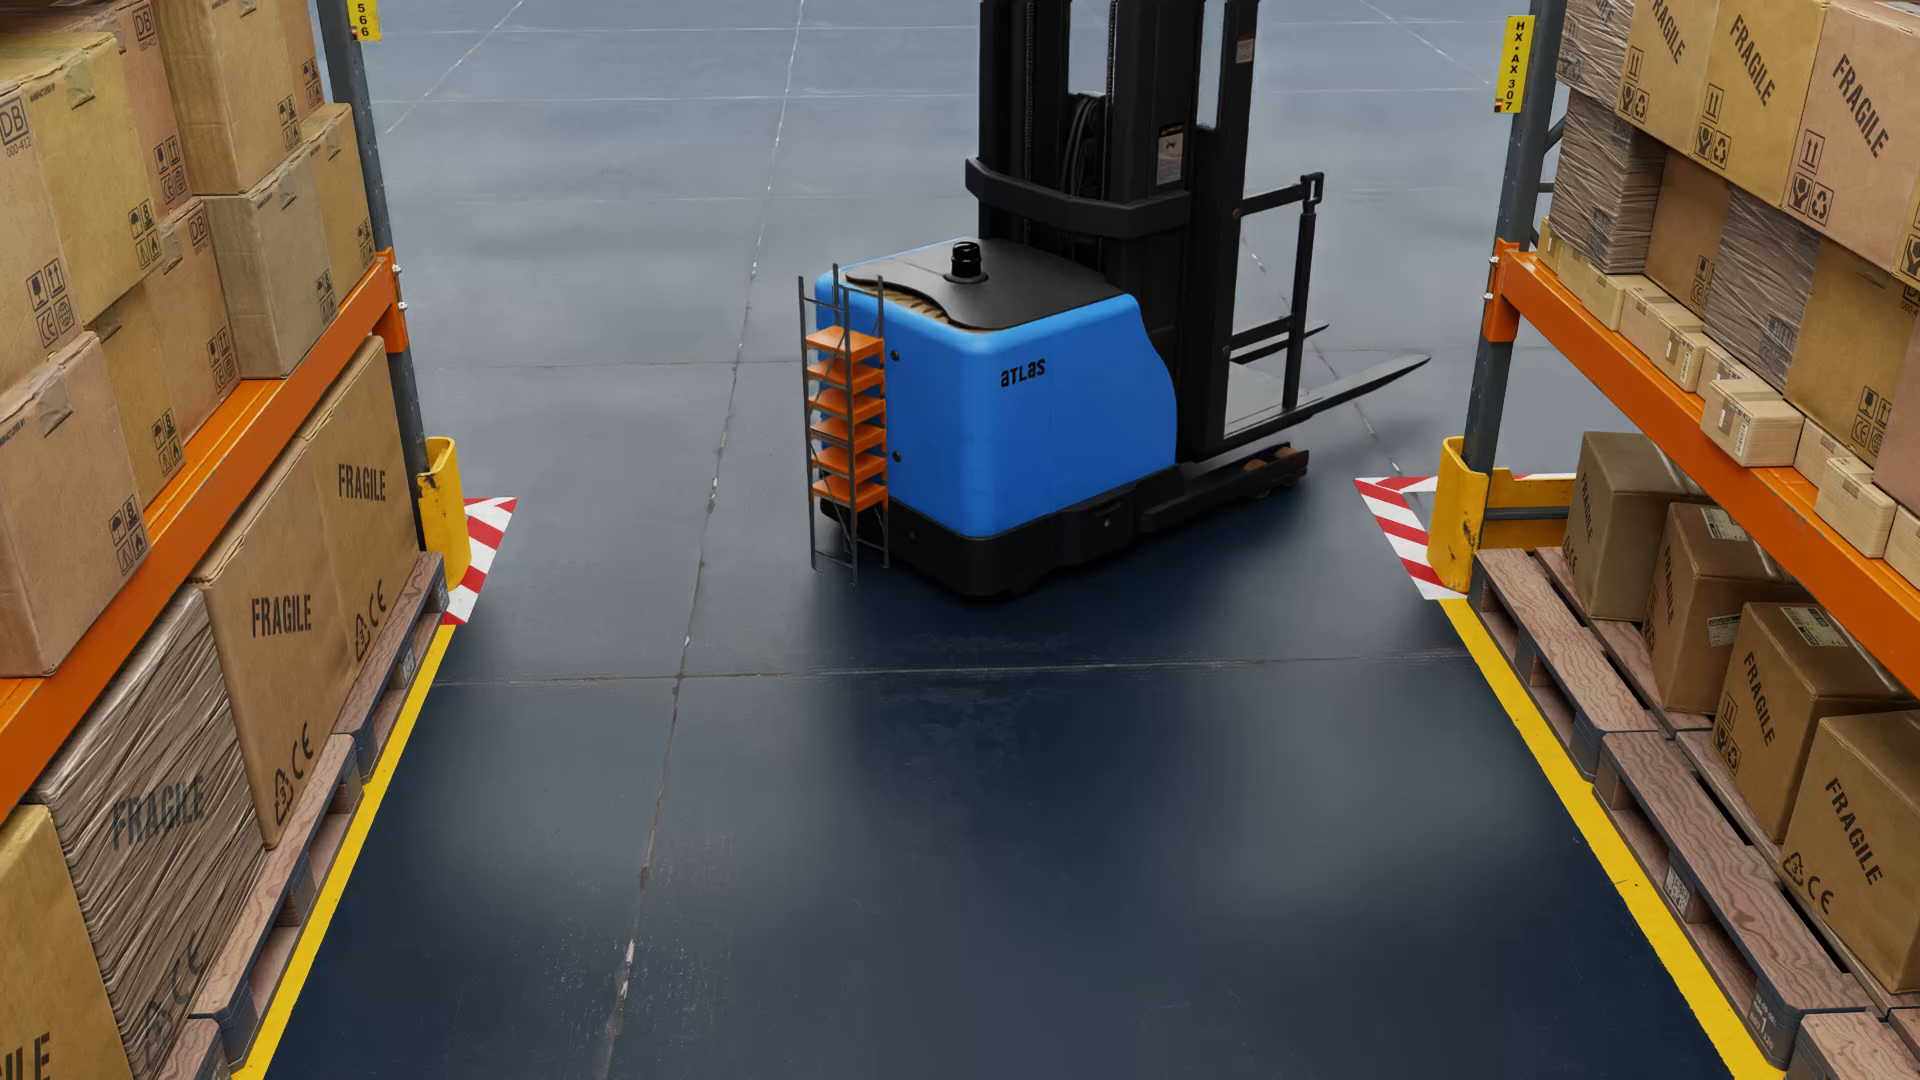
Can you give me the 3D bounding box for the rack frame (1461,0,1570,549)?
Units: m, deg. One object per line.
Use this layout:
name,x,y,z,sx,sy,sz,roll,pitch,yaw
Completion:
rack frame,2.440,-1.255,5.913,1.000,3.000,0.127,-1,28,-3

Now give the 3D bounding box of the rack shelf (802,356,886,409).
rack shelf,-0.430,-0.591,6.162,0.258,0.103,0.180,21,34,34

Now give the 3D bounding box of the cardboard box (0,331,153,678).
cardboard box,-2.303,-0.077,3.492,0.875,0.550,0.550,-1,28,-3

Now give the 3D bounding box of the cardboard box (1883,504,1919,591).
cardboard box,2.329,0.033,3.715,0.380,0.149,0.250,-1,28,-3

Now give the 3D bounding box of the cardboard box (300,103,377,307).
cardboard box,-2.454,-1.078,5.411,0.875,0.550,0.550,-1,28,-3

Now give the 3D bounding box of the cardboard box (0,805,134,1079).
cardboard box,-2.272,1.129,3.185,0.875,0.875,0.875,-1,28,-2

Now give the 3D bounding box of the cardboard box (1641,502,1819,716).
cardboard box,2.522,0.231,5.312,0.500,0.500,0.500,6,28,11

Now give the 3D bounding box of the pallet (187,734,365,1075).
pallet,-2.338,0.984,4.635,1.003,0.211,1.213,-1,28,-3

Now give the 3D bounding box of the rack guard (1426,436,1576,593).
rack guard,2.444,-0.112,6.424,1.175,0.500,0.348,-1,28,-3

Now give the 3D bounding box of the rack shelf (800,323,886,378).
rack shelf,-0.430,-0.697,6.107,0.258,0.103,0.180,21,34,34

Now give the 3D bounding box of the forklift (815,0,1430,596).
forklift,0.877,-1.642,6.728,3.031,2.935,1.130,-21,34,-35

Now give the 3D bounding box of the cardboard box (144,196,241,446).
cardboard box,-2.499,-0.563,4.424,0.875,0.550,0.550,-1,28,-3

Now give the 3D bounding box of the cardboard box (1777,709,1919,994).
cardboard box,2.520,0.779,4.261,0.500,0.500,0.500,-4,28,-7

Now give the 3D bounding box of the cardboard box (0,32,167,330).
cardboard box,-2.366,-0.800,3.710,0.875,0.550,0.500,-1,28,-3

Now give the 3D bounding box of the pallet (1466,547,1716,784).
pallet,2.451,0.392,5.769,1.003,0.211,1.213,-1,28,-3

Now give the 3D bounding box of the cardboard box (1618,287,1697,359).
cardboard box,2.243,-0.660,5.043,0.380,0.149,0.250,-1,28,-3

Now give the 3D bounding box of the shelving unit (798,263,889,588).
shelving unit,-0.430,-0.417,6.253,0.258,1.200,0.189,21,34,34

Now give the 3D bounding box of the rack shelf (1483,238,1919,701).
rack shelf,2.545,-0.013,4.308,1.077,0.370,4.000,-1,28,-3

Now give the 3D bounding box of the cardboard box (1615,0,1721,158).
cardboard box,2.216,-1.383,4.647,0.500,0.500,0.500,-1,28,-3

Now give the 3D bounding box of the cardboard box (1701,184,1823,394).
cardboard box,2.570,-0.717,4.451,0.875,0.500,0.500,-1,28,-3

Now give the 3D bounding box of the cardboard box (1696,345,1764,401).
cardboard box,2.289,-0.429,4.601,0.380,0.149,0.250,-1,28,-3

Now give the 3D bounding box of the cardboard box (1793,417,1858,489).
cardboard box,2.344,-0.199,4.160,0.380,0.149,0.250,-1,28,-3

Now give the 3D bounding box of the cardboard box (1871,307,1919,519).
cardboard box,2.570,-0.254,3.563,0.875,0.500,0.500,-1,28,-3

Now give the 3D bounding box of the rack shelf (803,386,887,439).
rack shelf,-0.430,-0.484,6.218,0.258,0.103,0.180,21,34,34

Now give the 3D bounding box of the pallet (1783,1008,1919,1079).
pallet,2.579,1.519,3.609,1.003,0.211,1.213,-1,28,-3

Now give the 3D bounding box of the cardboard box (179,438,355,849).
cardboard box,-2.369,0.292,4.790,0.875,0.875,0.875,-2,28,-3

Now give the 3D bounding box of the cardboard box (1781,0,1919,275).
cardboard box,2.276,-0.921,3.762,0.500,0.500,0.500,-1,28,-3

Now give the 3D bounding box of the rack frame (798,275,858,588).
rack frame,-0.487,-0.384,6.190,0.240,1.200,0.006,21,34,34

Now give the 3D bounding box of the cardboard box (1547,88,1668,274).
cardboard box,2.442,-1.177,5.333,0.875,0.500,0.500,-1,28,-3

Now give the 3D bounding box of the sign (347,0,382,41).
sign,-1.976,-1.807,5.463,0.100,0.325,0.005,-1,28,-3

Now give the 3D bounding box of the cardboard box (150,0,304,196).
cardboard box,-2.417,-1.303,4.675,0.875,0.550,0.550,-1,28,-3

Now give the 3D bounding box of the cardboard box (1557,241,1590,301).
cardboard box,2.211,-0.890,5.485,0.380,0.149,0.250,-1,28,-3
